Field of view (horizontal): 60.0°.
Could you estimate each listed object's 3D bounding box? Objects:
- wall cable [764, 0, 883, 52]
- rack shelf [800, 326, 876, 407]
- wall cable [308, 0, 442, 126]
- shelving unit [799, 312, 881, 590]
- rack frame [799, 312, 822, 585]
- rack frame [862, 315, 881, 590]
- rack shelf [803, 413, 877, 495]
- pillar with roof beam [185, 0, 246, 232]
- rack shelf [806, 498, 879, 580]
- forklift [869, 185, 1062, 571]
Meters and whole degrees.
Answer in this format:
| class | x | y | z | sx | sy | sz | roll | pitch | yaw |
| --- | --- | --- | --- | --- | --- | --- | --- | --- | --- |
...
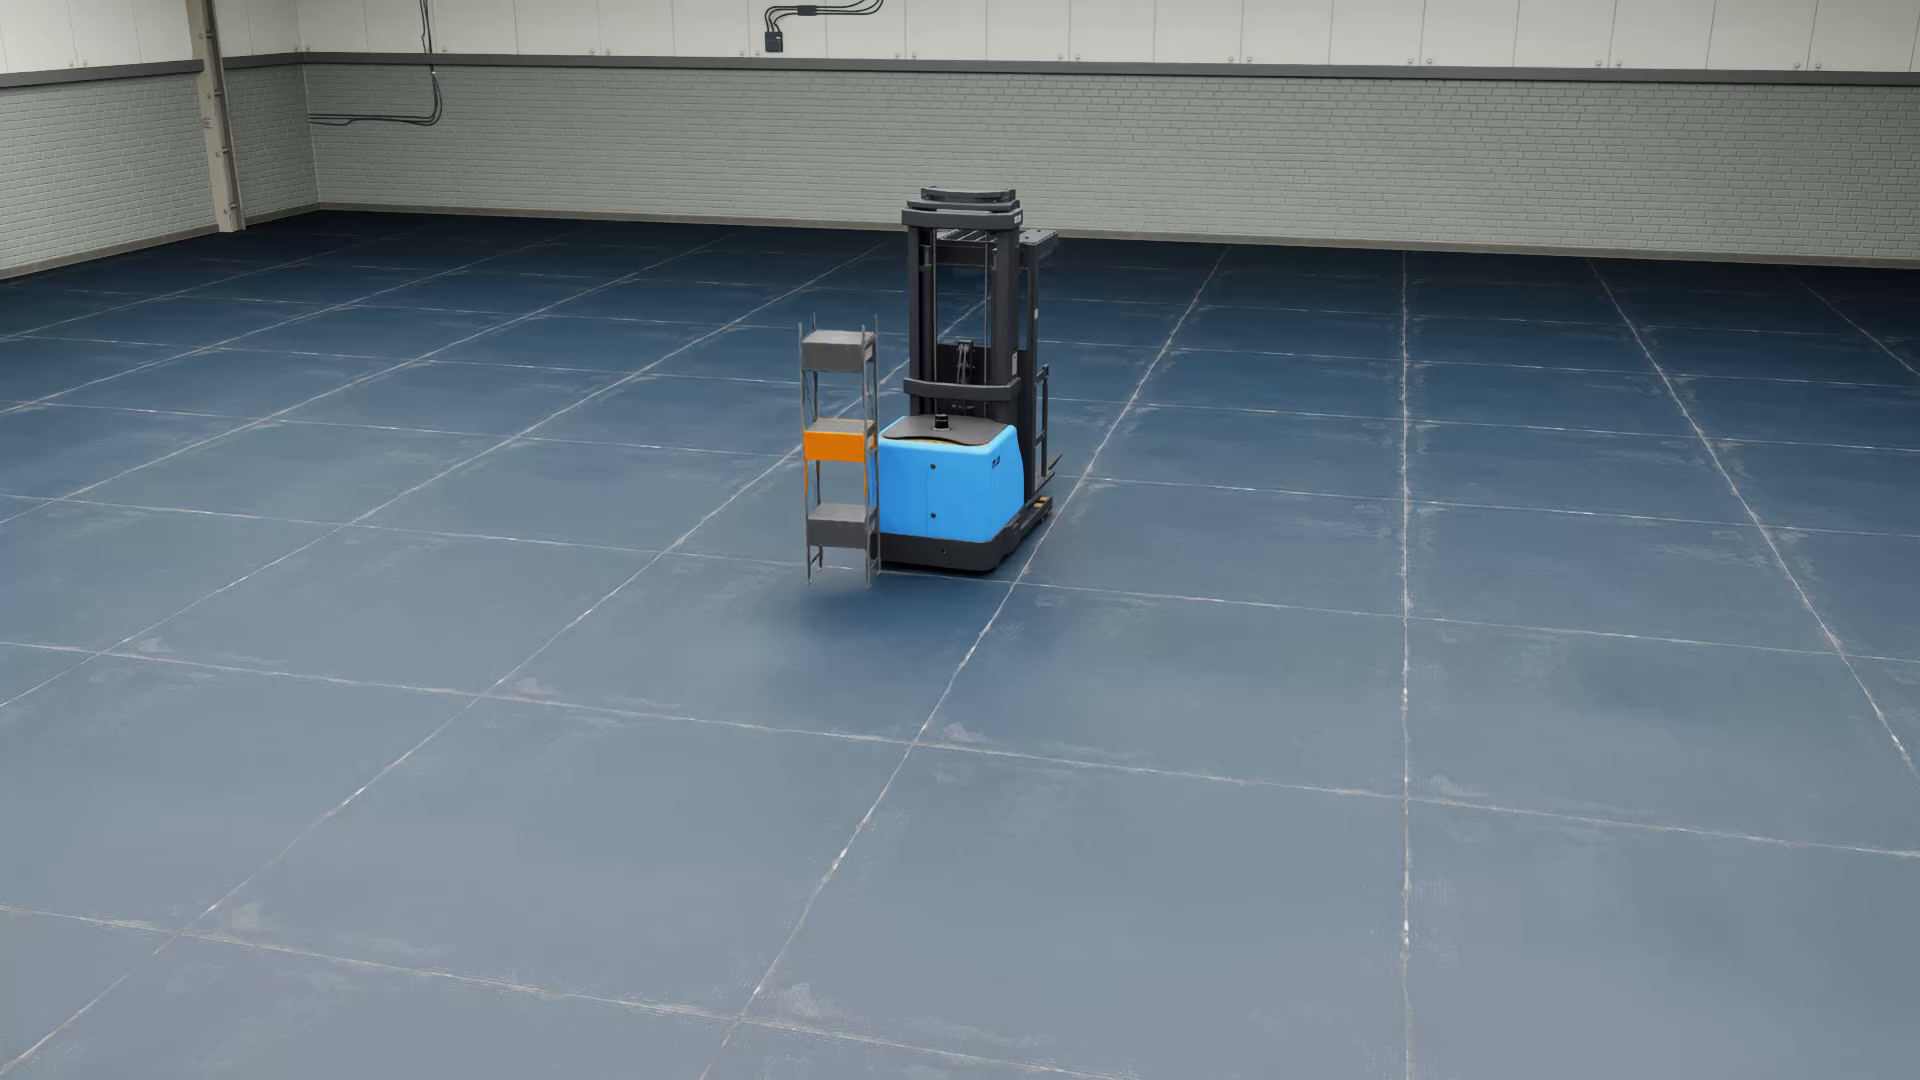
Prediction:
| class | x | y | z | sx | sy | sz | roll | pitch | yaw |
| --- | --- | --- | --- | --- | --- | --- | --- | --- | --- |
| wall cable | -2.452 | -11.740 | 29.374 | 2.305 | 6.003 | 0.169 | 5 | 19 | 13 |
| rack shelf | -0.923 | -1.329 | 12.698 | 0.480 | 0.518 | 0.431 | 4 | 20 | 10 |
| wall cable | -11.654 | -9.416 | 32.636 | 3.097 | 2.526 | 0.112 | 5 | 19 | 13 |
| shelving unit | -0.923 | -0.682 | 12.927 | 0.503 | 2.100 | 0.431 | 4 | 20 | 10 |
| rack frame | -1.163 | -0.697 | 12.970 | 0.015 | 2.100 | 0.400 | 4 | 20 | 10 |
| rack frame | -0.683 | -0.667 | 12.884 | 0.015 | 2.100 | 0.400 | 4 | 20 | 10 |
| rack shelf | -0.923 | -0.669 | 12.931 | 0.480 | 0.518 | 0.431 | 4 | 20 | 10 |
| pillar with roof beam | -9.481 | -9.726 | 28.741 | 9.100 | 9.000 | 0.400 | 5 | 19 | 13 |
| rack shelf | -0.923 | -0.009 | 13.165 | 0.480 | 0.518 | 0.431 | 4 | 20 | 10 |
| forklift | 0.192 | -1.580 | 14.280 | 1.130 | 2.935 | 3.031 | 6 | 20 | 17 |
